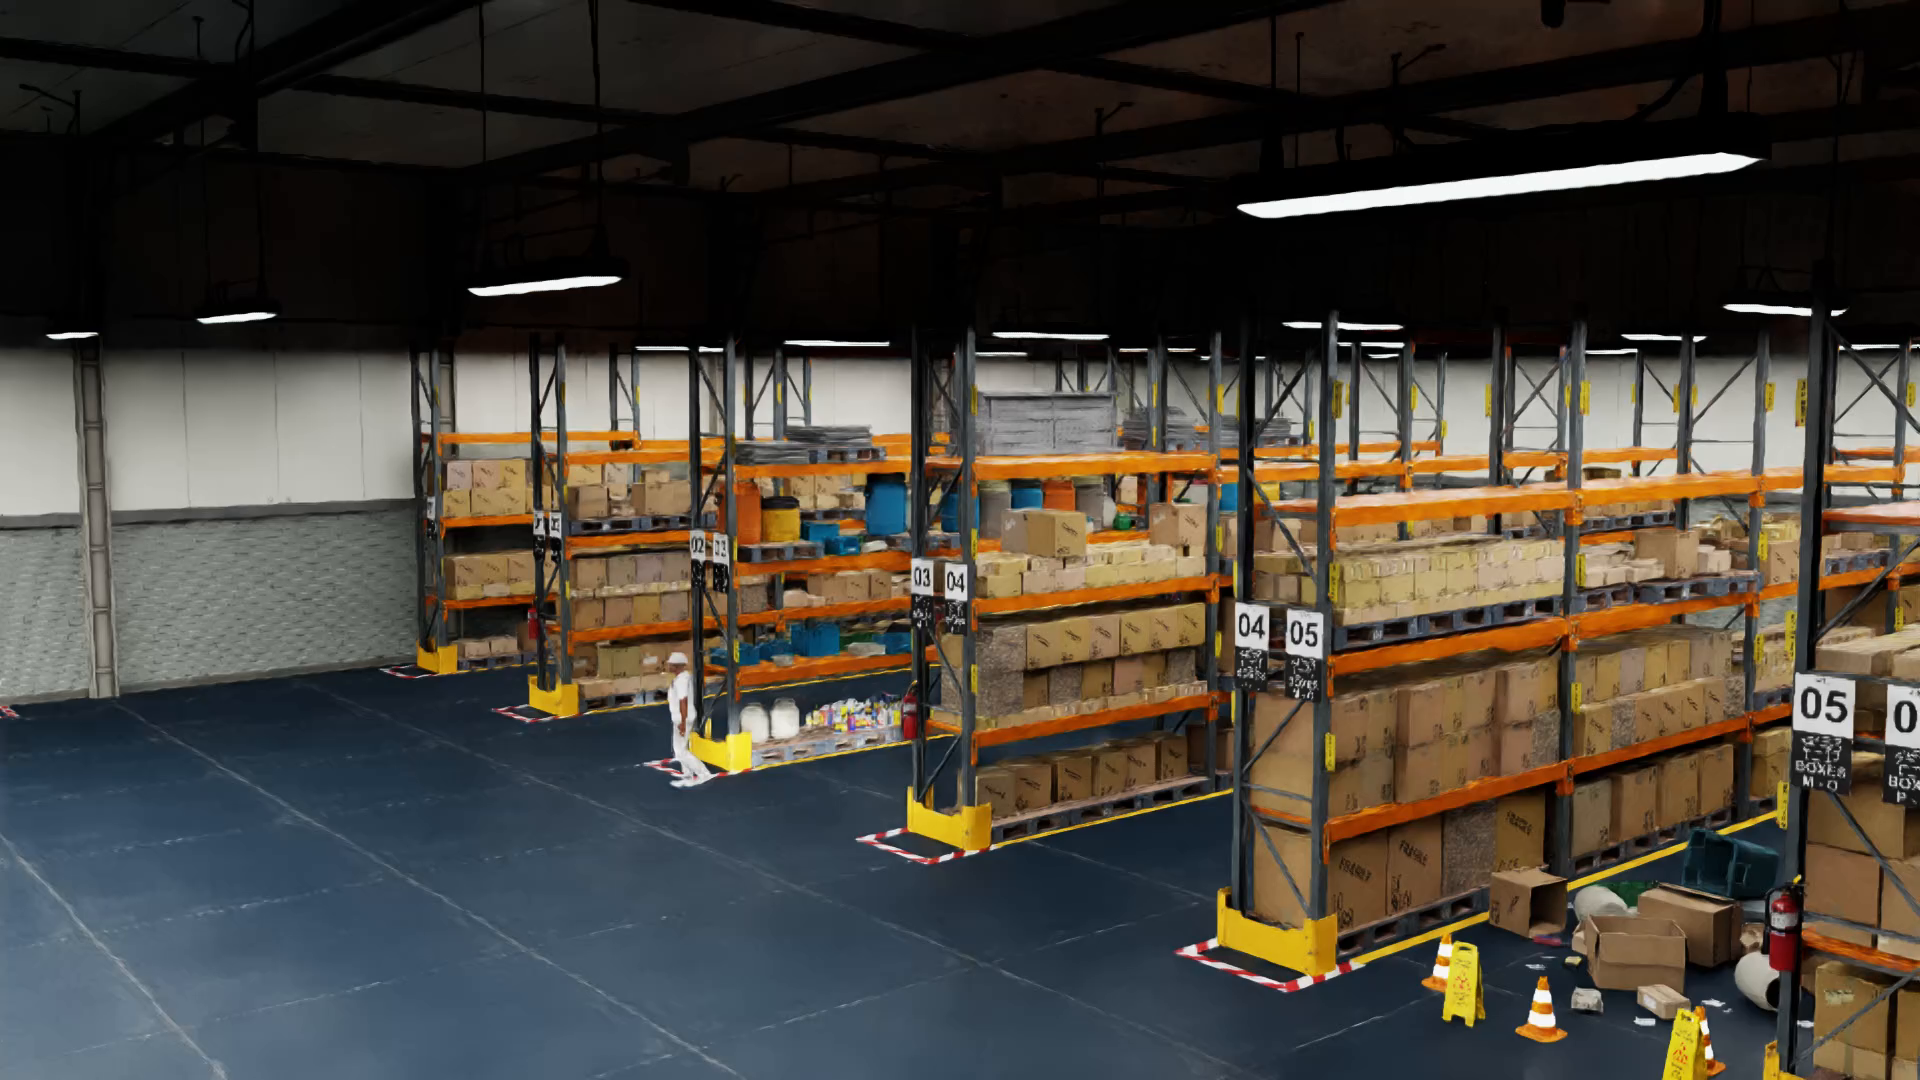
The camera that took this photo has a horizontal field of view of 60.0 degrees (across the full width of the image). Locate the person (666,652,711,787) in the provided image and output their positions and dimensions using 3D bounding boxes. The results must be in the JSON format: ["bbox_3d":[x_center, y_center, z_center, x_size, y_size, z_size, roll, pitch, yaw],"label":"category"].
[{"bbox_3d":[-3.511,2.315,21.441,0.564,1.756,0.613,0,5,-3],"label":"person"}]
